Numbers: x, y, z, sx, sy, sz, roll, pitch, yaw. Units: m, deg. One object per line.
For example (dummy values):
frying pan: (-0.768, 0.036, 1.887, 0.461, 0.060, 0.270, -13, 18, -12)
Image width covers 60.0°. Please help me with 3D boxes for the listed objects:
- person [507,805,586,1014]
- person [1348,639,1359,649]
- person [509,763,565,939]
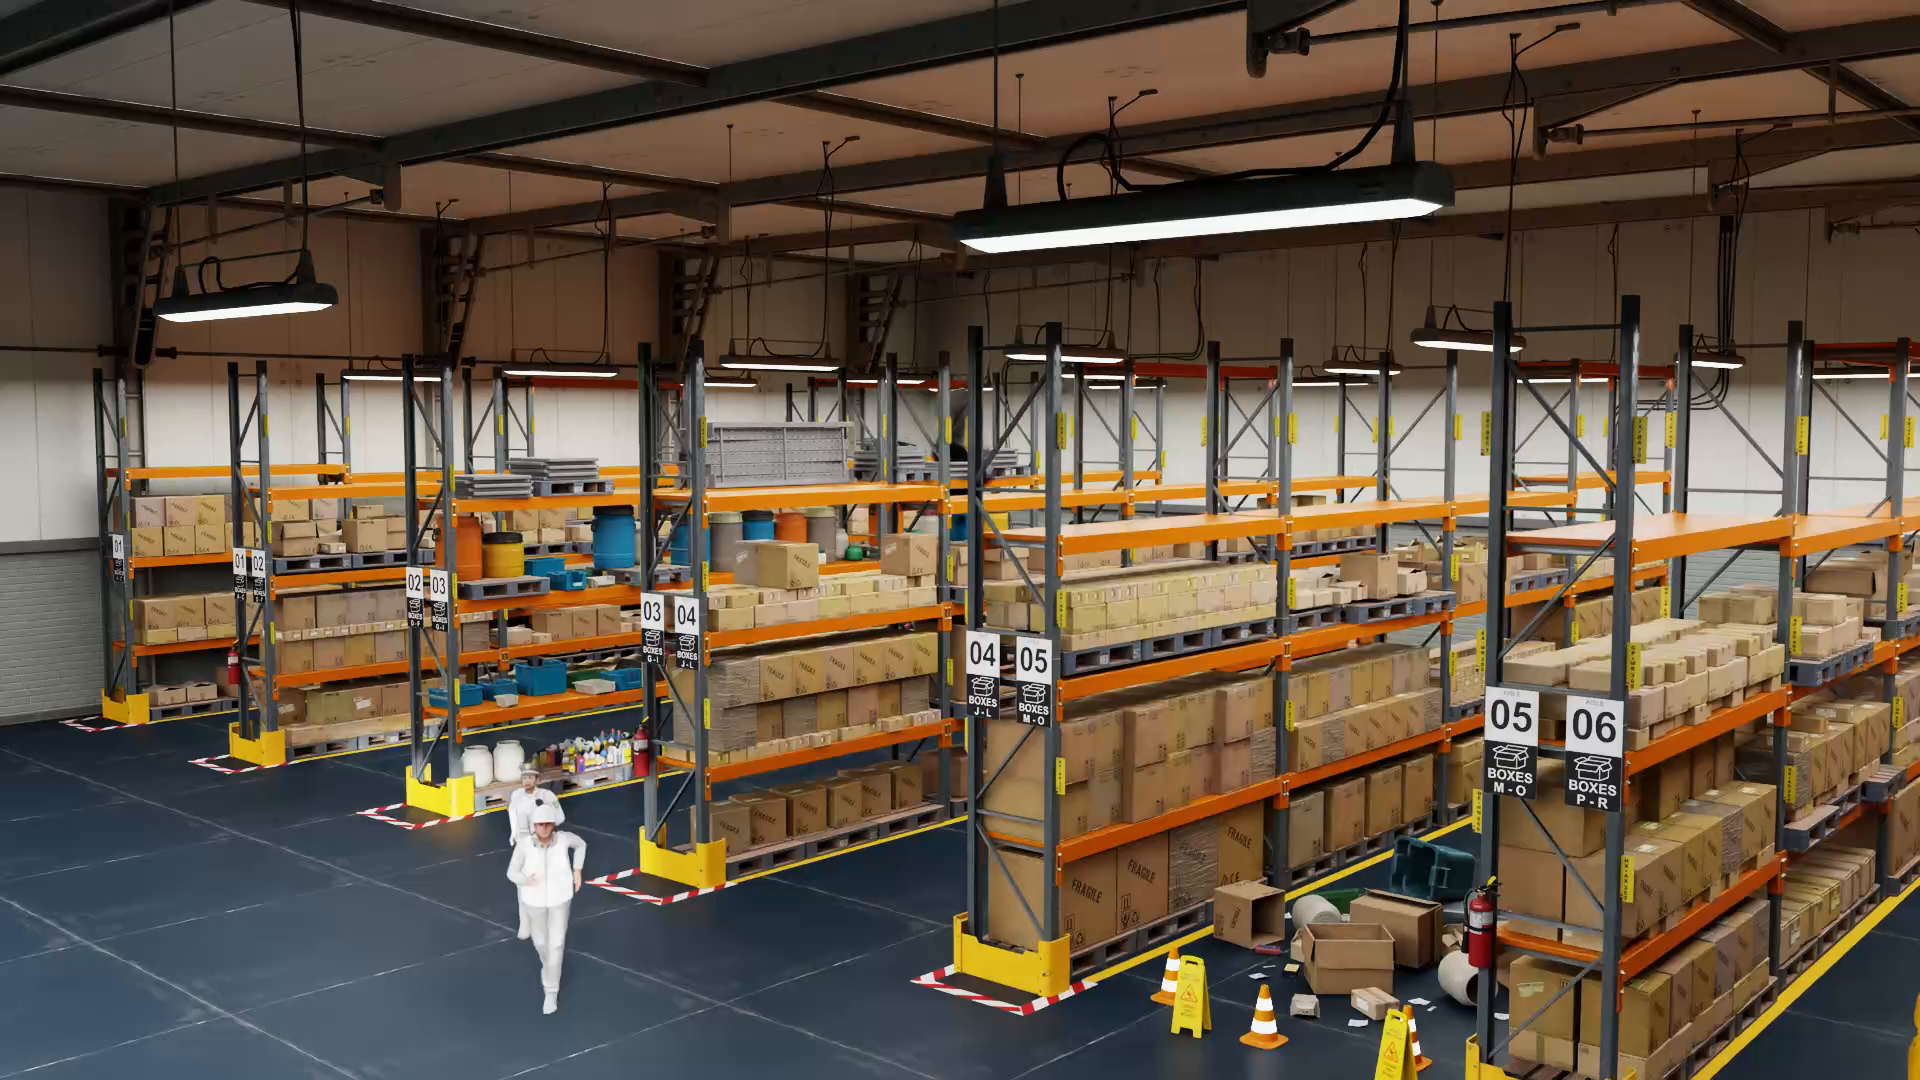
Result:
person: (-3.663, 3.220, 14.785, 0.674, 1.828, 0.924, -1, 4, -10)
person: (6.266, 2.382, 26.527, 0.562, 1.727, 0.762, 3, 5, 31)
person: (-4.279, 3.088, 16.810, 0.600, 1.754, 0.754, 0, 4, -3)
